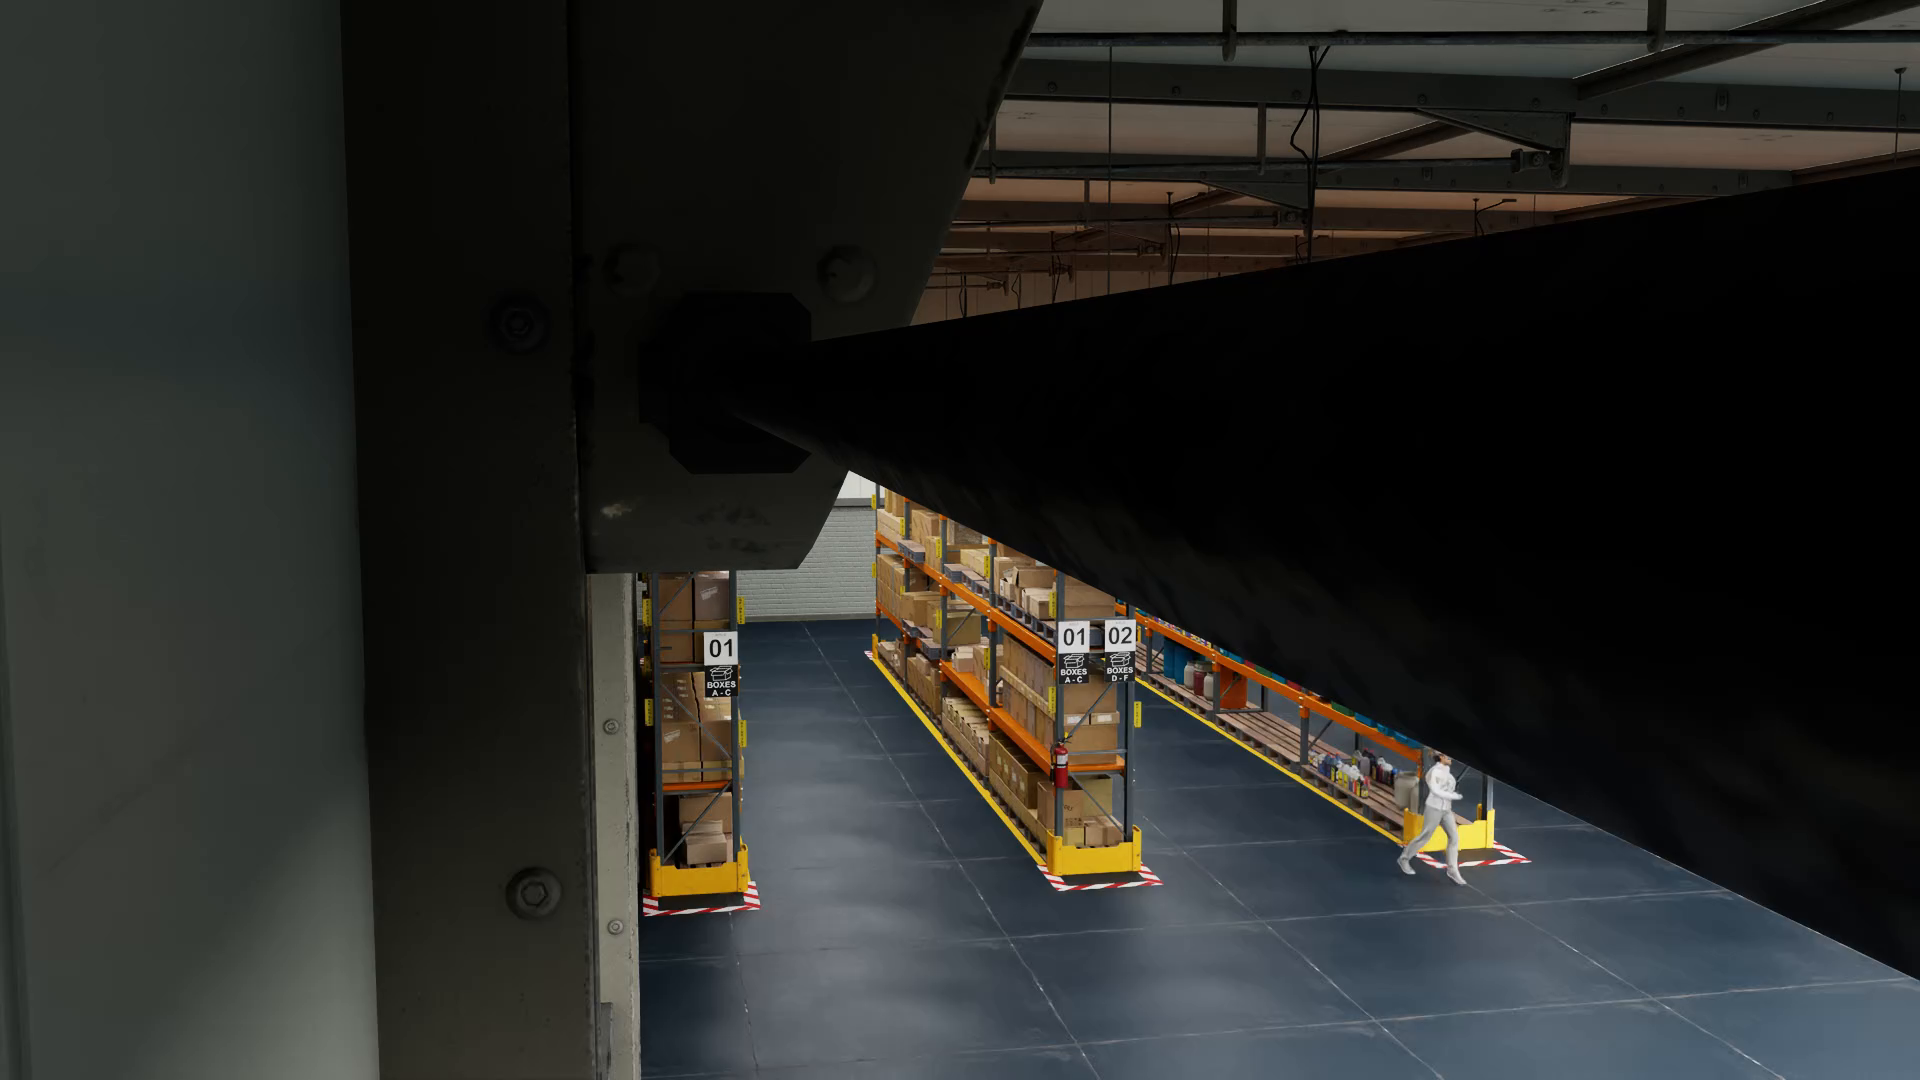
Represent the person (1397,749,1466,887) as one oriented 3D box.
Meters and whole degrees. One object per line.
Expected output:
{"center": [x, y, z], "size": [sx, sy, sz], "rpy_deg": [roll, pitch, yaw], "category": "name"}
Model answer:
{"center": [5.933, 3.375, 20.692], "size": [0.874, 1.703, 0.643], "rpy_deg": [4, 7, 33], "category": "person"}
